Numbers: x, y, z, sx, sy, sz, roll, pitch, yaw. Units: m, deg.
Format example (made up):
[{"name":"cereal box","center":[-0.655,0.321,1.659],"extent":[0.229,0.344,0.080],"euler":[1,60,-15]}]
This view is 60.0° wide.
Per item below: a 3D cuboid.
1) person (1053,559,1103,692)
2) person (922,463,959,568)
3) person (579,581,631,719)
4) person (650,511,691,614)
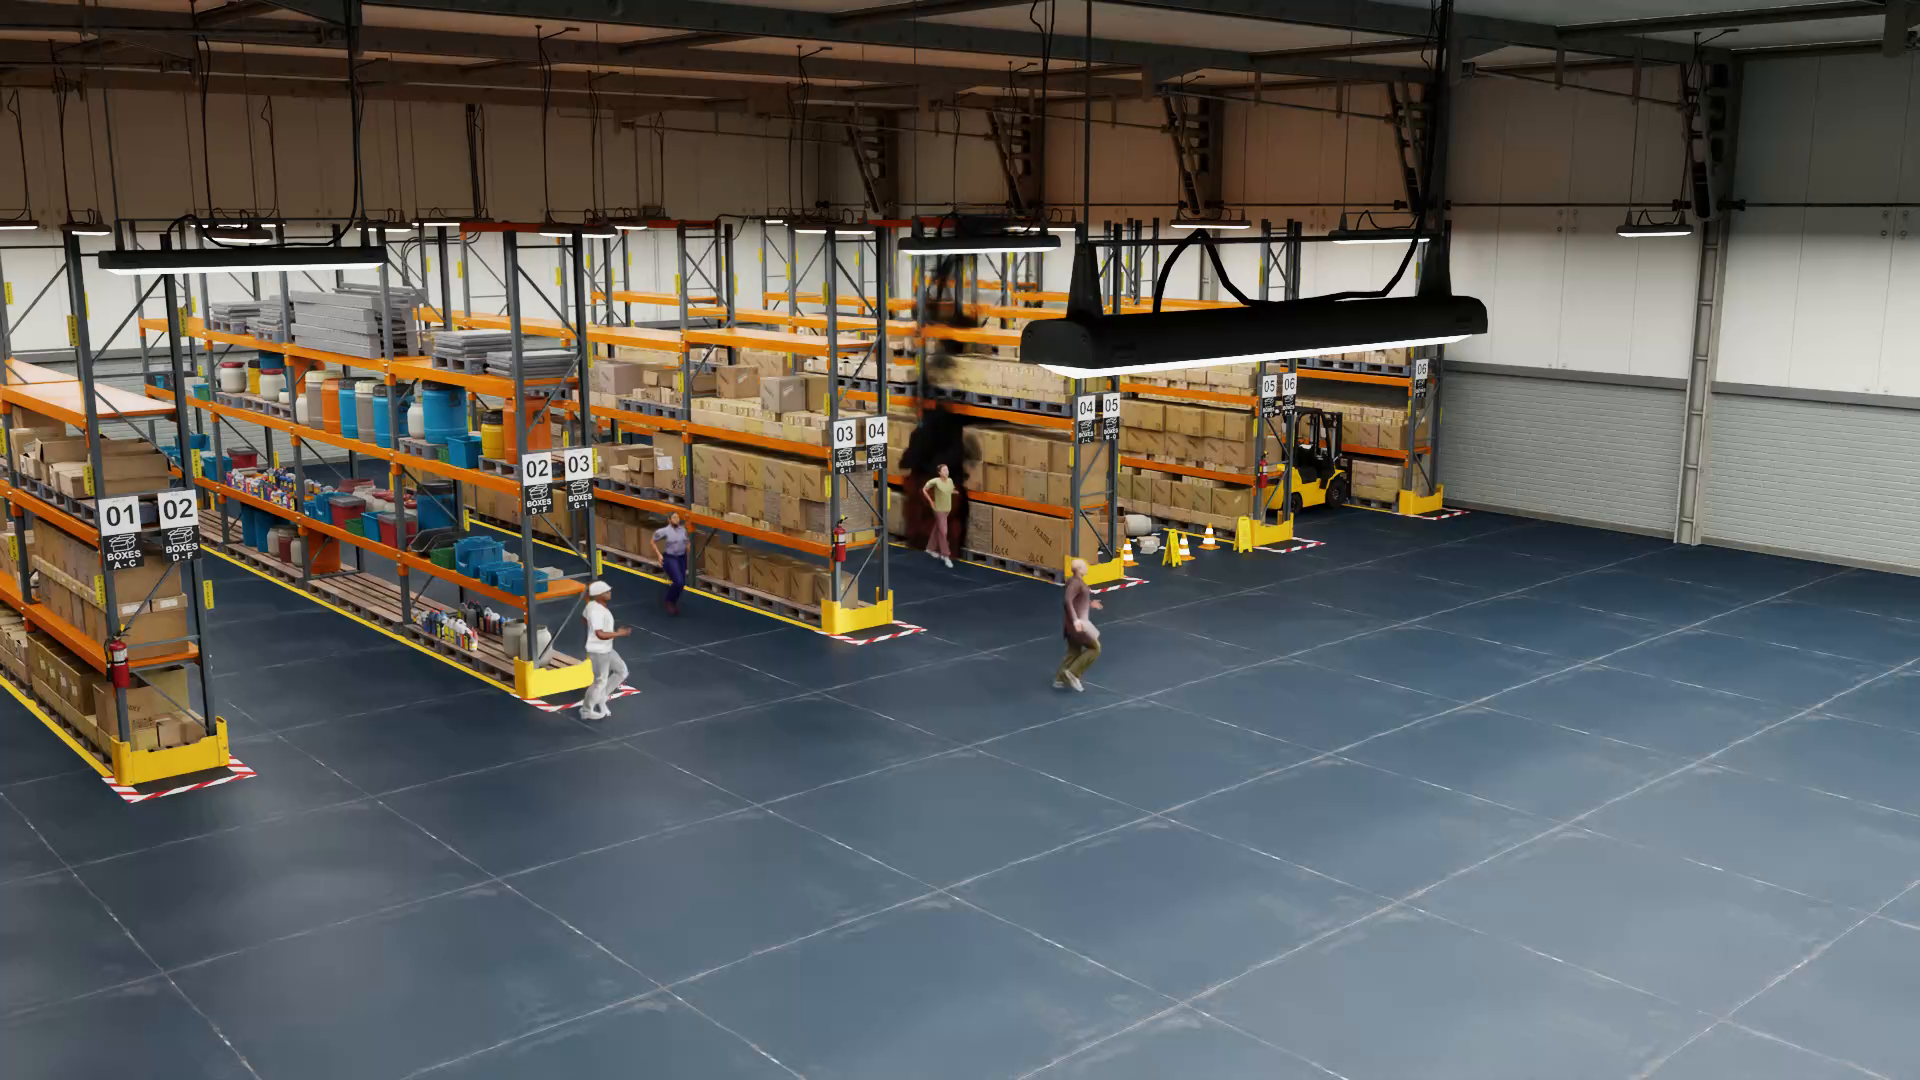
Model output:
[{"name":"person","center":[1.579,1.115,21.925],"extent":[0.714,1.767,0.709],"euler":[-2,12,-12]},{"name":"person","center":[-0.306,-0.355,28.553],"extent":[0.709,1.567,0.547],"euler":[11,16,42]},{"name":"person","center":[-4.421,1.362,20.734],"extent":[0.681,1.738,0.730],"euler":[-1,11,-5]},{"name":"person","center":[-4.440,0.359,25.985],"extent":[0.635,1.613,0.582],"euler":[10,15,41]}]
